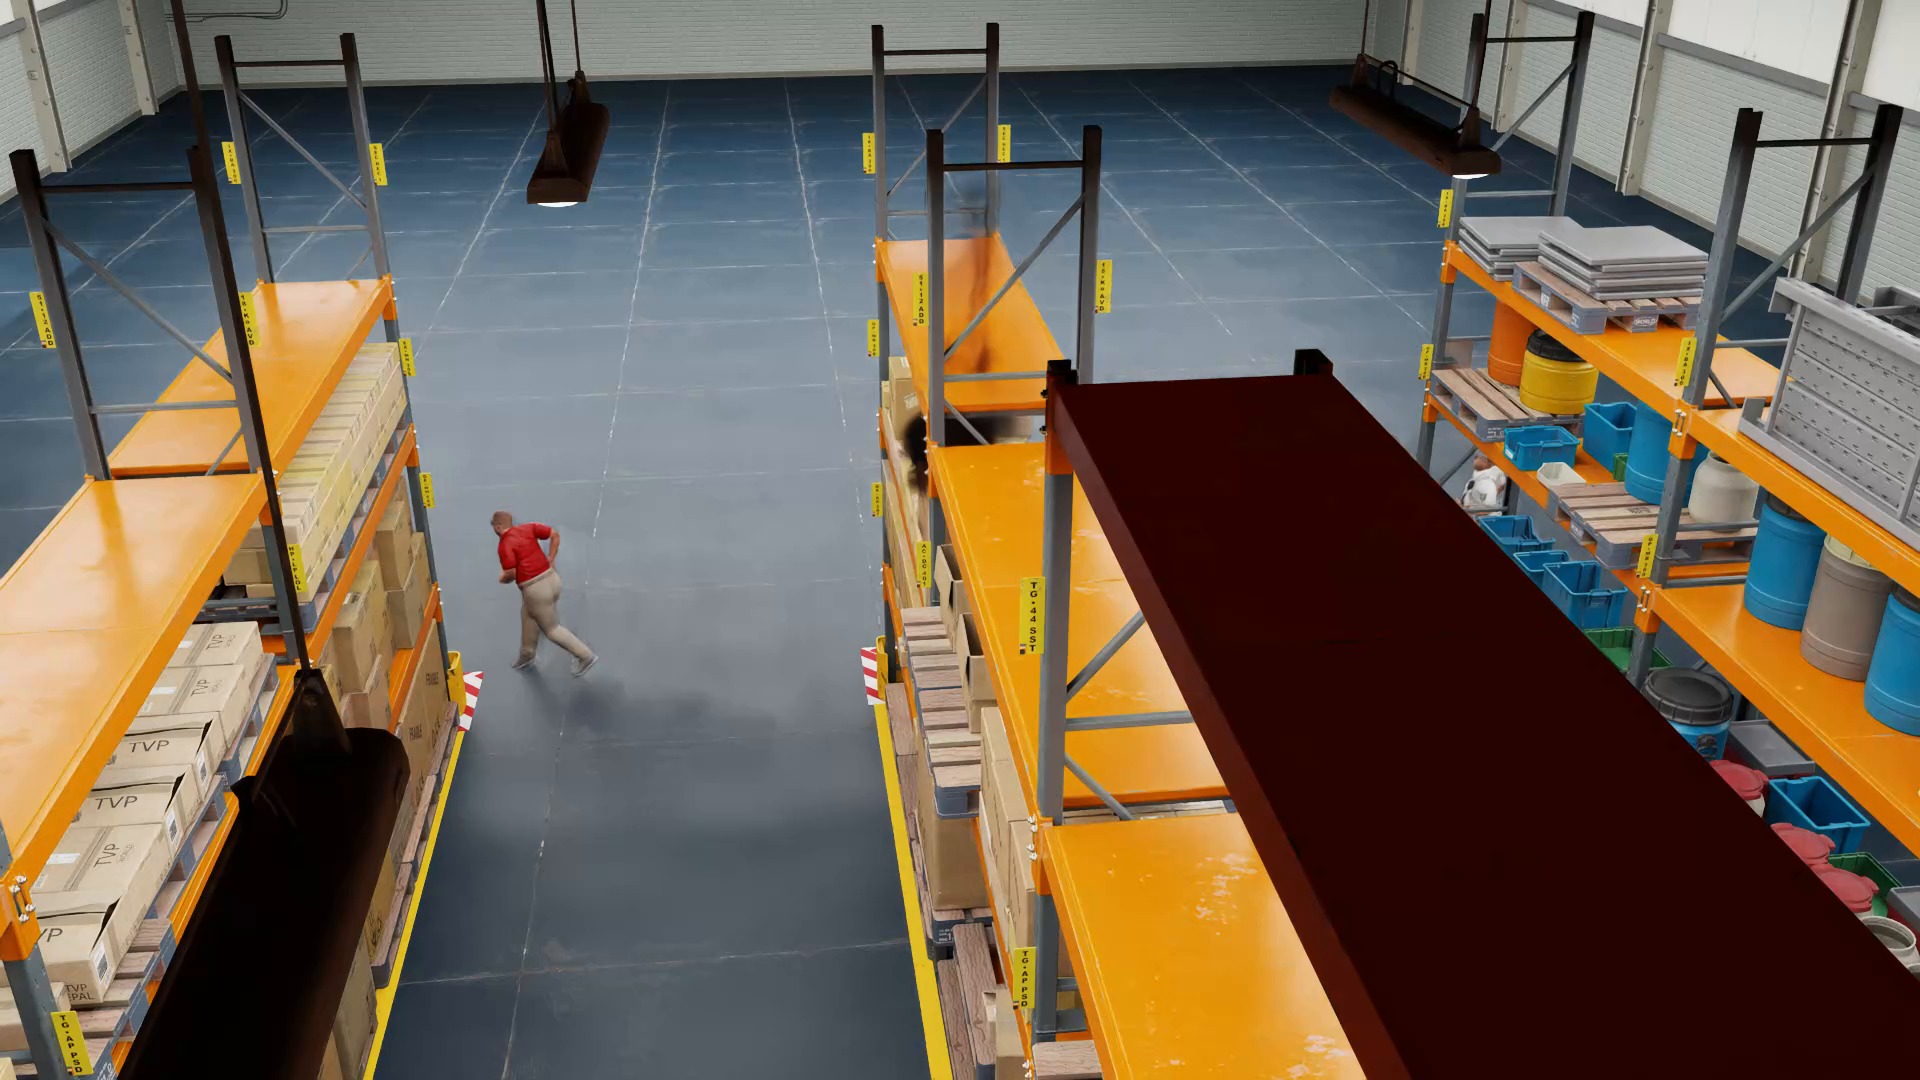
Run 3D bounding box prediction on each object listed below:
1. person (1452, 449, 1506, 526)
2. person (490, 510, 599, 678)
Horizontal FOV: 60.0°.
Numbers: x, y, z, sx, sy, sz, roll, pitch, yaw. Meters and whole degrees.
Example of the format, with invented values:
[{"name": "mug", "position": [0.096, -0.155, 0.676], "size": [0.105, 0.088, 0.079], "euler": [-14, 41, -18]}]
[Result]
[{"name": "person", "position": [5.199, -0.116, 16.782], "size": [0.674, 1.832, 0.648], "euler": [3, 26, 7]}, {"name": "person", "position": [-3.847, 0.546, 15.525], "size": [1.021, 1.693, 0.705], "euler": [10, 27, 21]}]
